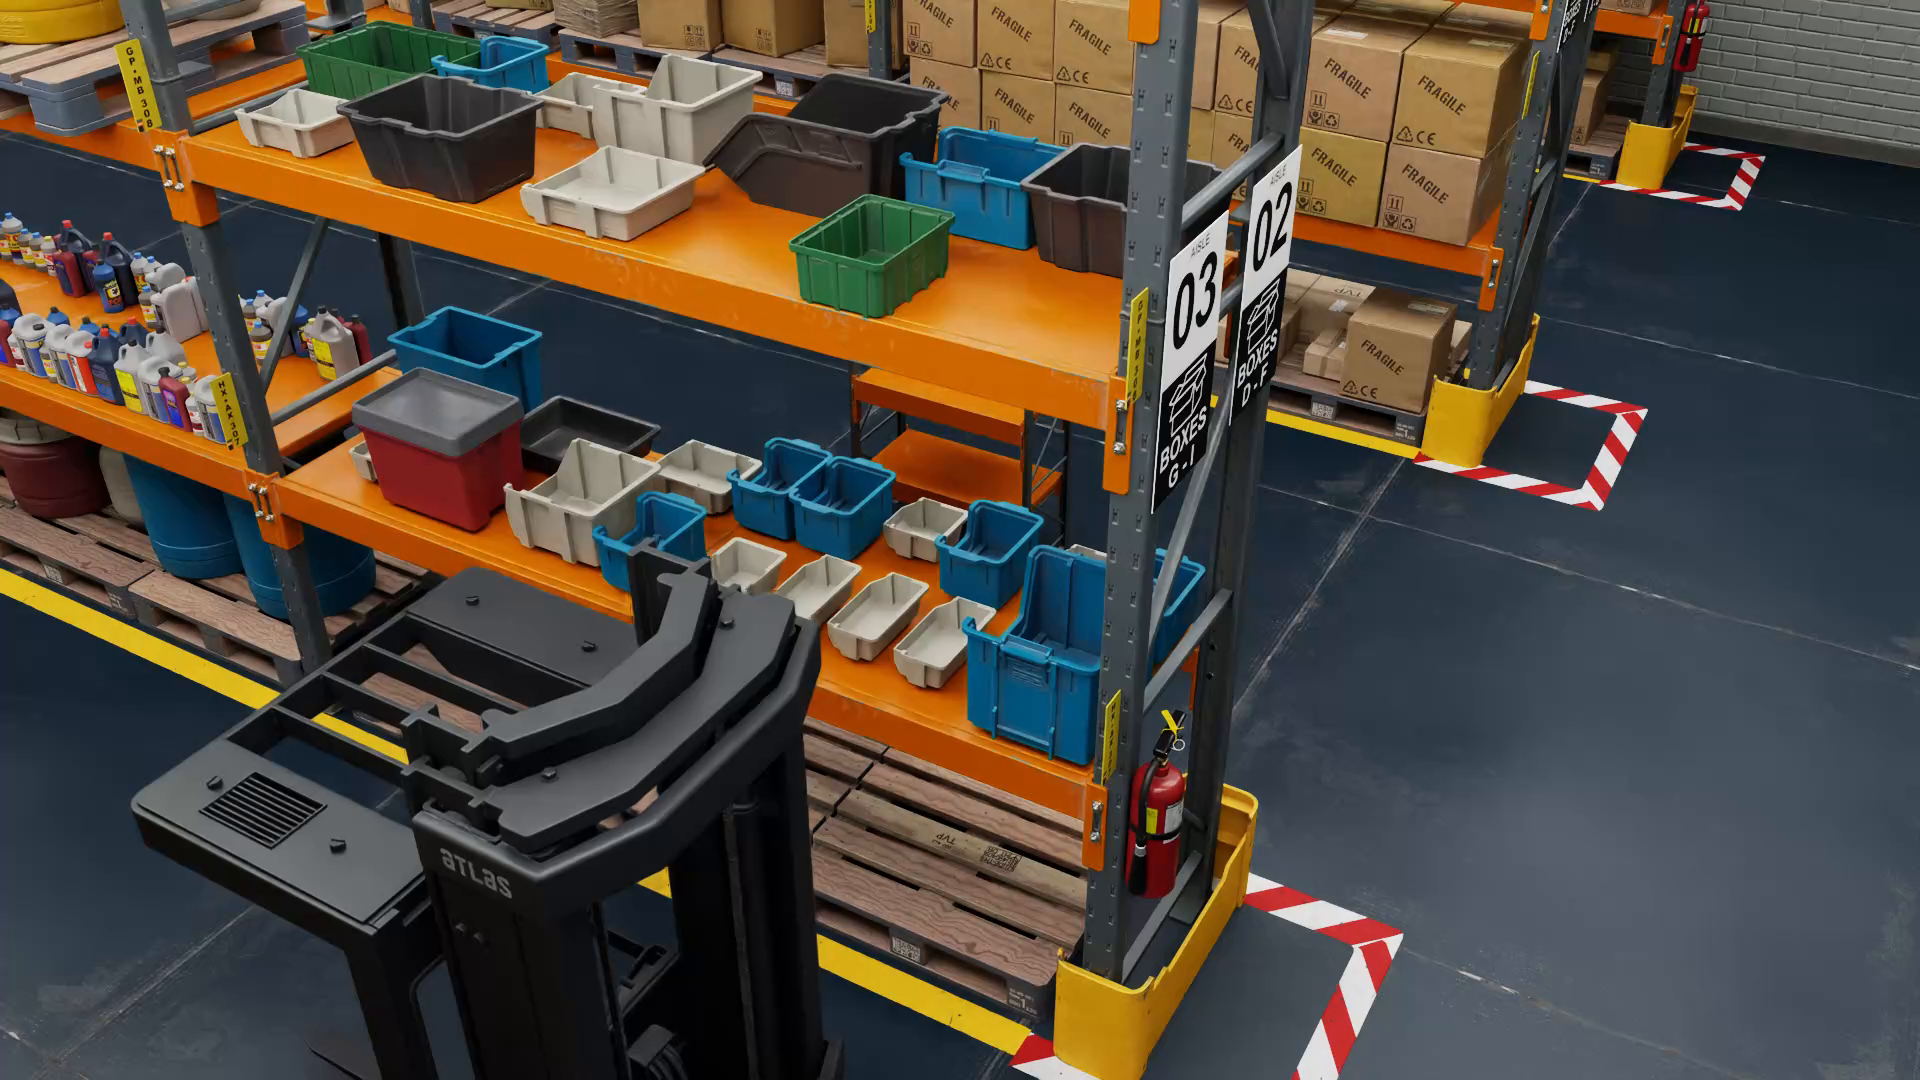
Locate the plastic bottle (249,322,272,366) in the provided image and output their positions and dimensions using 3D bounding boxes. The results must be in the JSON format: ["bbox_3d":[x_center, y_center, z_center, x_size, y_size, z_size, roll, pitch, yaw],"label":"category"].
[{"bbox_3d":[-3.315,-0.940,7.906,0.097,0.201,0.097,0,34,0],"label":"plastic bottle"}]

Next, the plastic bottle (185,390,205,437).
[{"bbox_3d":[-3.356,-0.566,7.344,0.097,0.201,0.097,0,34,0],"label":"plastic bottle"}]

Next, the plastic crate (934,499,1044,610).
[{"bbox_3d":[0.111,0.060,6.321,0.300,0.233,0.416,18,37,24],"label":"plastic crate"}]

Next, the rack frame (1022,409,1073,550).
[{"bbox_3d":[0.447,-0.327,8.496,0.032,1.125,0.500,18,37,24],"label":"rack frame"}]

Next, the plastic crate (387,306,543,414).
[{"bbox_3d":[-2.164,-0.731,7.373,0.575,0.384,0.392,18,37,24],"label":"plastic crate"}]

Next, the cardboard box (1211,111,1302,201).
[{"bbox_3d":[1.788,-2.274,9.640,0.500,0.500,0.500,18,38,25],"label":"cardboard box"}]

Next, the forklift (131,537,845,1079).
[{"bbox_3d":[-1.177,1.301,4.423,3.031,2.935,1.130,18,38,25],"label":"forklift"}]

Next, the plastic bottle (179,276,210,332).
[{"bbox_3d":[-3.756,-1.191,8.215,0.135,0.276,0.152,18,37,24],"label":"plastic bottle"}]

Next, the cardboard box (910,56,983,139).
[{"bbox_3d":[0.029,-2.830,10.474,0.500,0.500,0.500,19,38,26],"label":"cardboard box"}]

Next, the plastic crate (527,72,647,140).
[{"bbox_3d":[-1.446,-1.649,6.323,0.466,0.136,0.293,18,37,24],"label":"plastic crate"}]

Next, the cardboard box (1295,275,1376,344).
[{"bbox_3d":[2.430,-1.422,10.534,0.500,0.250,0.500,18,37,24],"label":"cardboard box"}]

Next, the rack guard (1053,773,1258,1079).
[{"bbox_3d":[0.761,1.464,6.372,0.348,0.500,1.175,18,37,24],"label":"rack guard"}]

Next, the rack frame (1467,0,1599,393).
[{"bbox_3d":[3.195,-1.960,9.257,0.127,3.000,1.000,18,37,24],"label":"rack frame"}]

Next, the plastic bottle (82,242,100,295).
[{"bbox_3d":[-4.410,-1.391,8.509,0.133,0.283,0.061,18,37,24],"label":"plastic bottle"}]

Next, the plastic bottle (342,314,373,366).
[{"bbox_3d":[-2.846,-0.935,7.823,0.133,0.283,0.061,18,37,24],"label":"plastic bottle"}]

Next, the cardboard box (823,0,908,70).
[{"bbox_3d":[-0.578,-3.514,11.122,0.500,0.500,0.700,6,34,9],"label":"cardboard box"}]

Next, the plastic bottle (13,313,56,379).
[{"bbox_3d":[-4.315,-0.918,7.805,0.135,0.276,0.152,18,37,24],"label":"plastic bottle"}]

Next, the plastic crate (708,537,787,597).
[{"bbox_3d":[-0.828,0.147,6.278,0.250,0.136,0.298,18,37,24],"label":"plastic crate"}]

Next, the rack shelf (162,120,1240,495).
[{"bbox_3d":[-1.002,-1.076,5.873,4.000,0.370,1.077,18,37,24],"label":"rack shelf"}]

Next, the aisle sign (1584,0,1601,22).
[{"bbox_3d":[3.400,-3.164,8.721,0.004,0.787,0.394,18,37,24],"label":"aisle sign"}]

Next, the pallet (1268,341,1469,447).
[{"bbox_3d":[2.436,-1.038,10.390,1.213,0.211,1.003,18,37,24],"label":"pallet"}]

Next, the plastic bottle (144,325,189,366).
[{"bbox_3d":[-3.628,-0.821,7.592,0.185,0.351,0.144,18,37,24],"label":"plastic bottle"}]

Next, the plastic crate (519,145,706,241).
[{"bbox_3d":[-1.183,-1.165,5.595,0.530,0.136,0.437,18,37,24],"label":"plastic crate"}]

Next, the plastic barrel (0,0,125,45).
[{"bbox_3d":[-3.632,-2.332,6.562,0.600,0.588,0.600,0,34,0],"label":"plastic barrel"}]

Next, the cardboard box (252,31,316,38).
[{"bbox_3d":[-5.843,-4.272,14.325,0.500,0.311,0.500,17,37,24],"label":"cardboard box"}]

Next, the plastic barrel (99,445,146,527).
[{"bbox_3d":[-4.263,-0.367,8.732,0.421,0.512,0.421,0,34,0],"label":"plastic barrel"}]

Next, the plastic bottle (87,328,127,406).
[{"bbox_3d":[-3.860,-0.803,7.564,0.185,0.351,0.144,18,37,24],"label":"plastic bottle"}]

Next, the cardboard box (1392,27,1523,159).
[{"bbox_3d":[2.672,-2.407,8.938,0.500,0.500,0.500,17,37,24],"label":"cardboard box"}]

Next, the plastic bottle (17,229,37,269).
[{"bbox_3d":[-4.935,-1.551,8.822,0.097,0.201,0.097,0,34,0],"label":"plastic bottle"}]

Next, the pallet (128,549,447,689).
[{"bbox_3d":[-3.388,0.251,8.453,1.213,0.211,1.003,18,37,24],"label":"pallet"}]

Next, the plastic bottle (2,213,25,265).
[{"bbox_3d":[-5.019,-1.606,8.843,0.097,0.271,0.097,0,34,0],"label":"plastic bottle"}]

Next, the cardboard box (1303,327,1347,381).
[{"bbox_3d":[2.294,-1.149,10.200,0.250,0.166,0.380,18,37,24],"label":"cardboard box"}]

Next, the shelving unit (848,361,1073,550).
[{"bbox_3d":[0.006,-0.466,8.706,1.048,1.125,0.538,18,37,24],"label":"shelving unit"}]

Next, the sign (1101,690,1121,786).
[{"bbox_3d":[0.475,0.624,5.230,0.005,0.325,0.100,18,37,24],"label":"sign"}]

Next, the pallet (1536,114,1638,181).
[{"bbox_3d":[4.917,-3.366,13.885,1.213,0.211,1.003,18,37,24],"label":"pallet"}]

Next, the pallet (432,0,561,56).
[{"bbox_3d":[-3.127,-3.927,12.385,1.003,0.211,1.213,18,37,24],"label":"pallet"}]

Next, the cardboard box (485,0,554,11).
[{"bbox_3d":[-3.148,-4.257,12.239,0.500,0.500,0.700,6,34,9],"label":"cardboard box"}]

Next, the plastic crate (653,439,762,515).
[{"bbox_3d":[-1.078,-0.258,6.886,0.466,0.136,0.293,18,37,24],"label":"plastic crate"}]

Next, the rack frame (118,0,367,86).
[{"bbox_3d":[-2.739,-3.174,5.668,0.127,3.000,1.000,18,37,24],"label":"rack frame"}]

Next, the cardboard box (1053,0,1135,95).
[{"bbox_3d":[0.886,-2.969,9.781,0.500,0.500,0.500,16,37,23],"label":"cardboard box"}]

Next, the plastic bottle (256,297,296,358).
[{"bbox_3d":[-3.269,-1.037,7.983,0.135,0.276,0.152,18,37,24],"label":"plastic bottle"}]

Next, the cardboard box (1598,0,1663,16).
[{"bbox_3d":[5.202,-4.605,12.959,0.700,0.700,0.980,19,38,26],"label":"cardboard box"}]

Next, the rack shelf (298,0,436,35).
[{"bbox_3d":[-5.487,-4.410,13.587,4.000,0.370,1.077,18,37,24],"label":"rack shelf"}]

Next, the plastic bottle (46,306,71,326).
[{"bbox_3d":[-4.269,-0.981,7.904,0.097,0.271,0.097,0,34,0],"label":"plastic bottle"}]

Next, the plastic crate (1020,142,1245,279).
[{"bbox_3d":[0.538,-1.011,5.245,0.590,0.269,0.497,18,37,24],"label":"plastic crate"}]

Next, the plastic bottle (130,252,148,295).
[{"bbox_3d":[-4.129,-1.324,8.419,0.097,0.271,0.097,0,34,0],"label":"plastic bottle"}]
